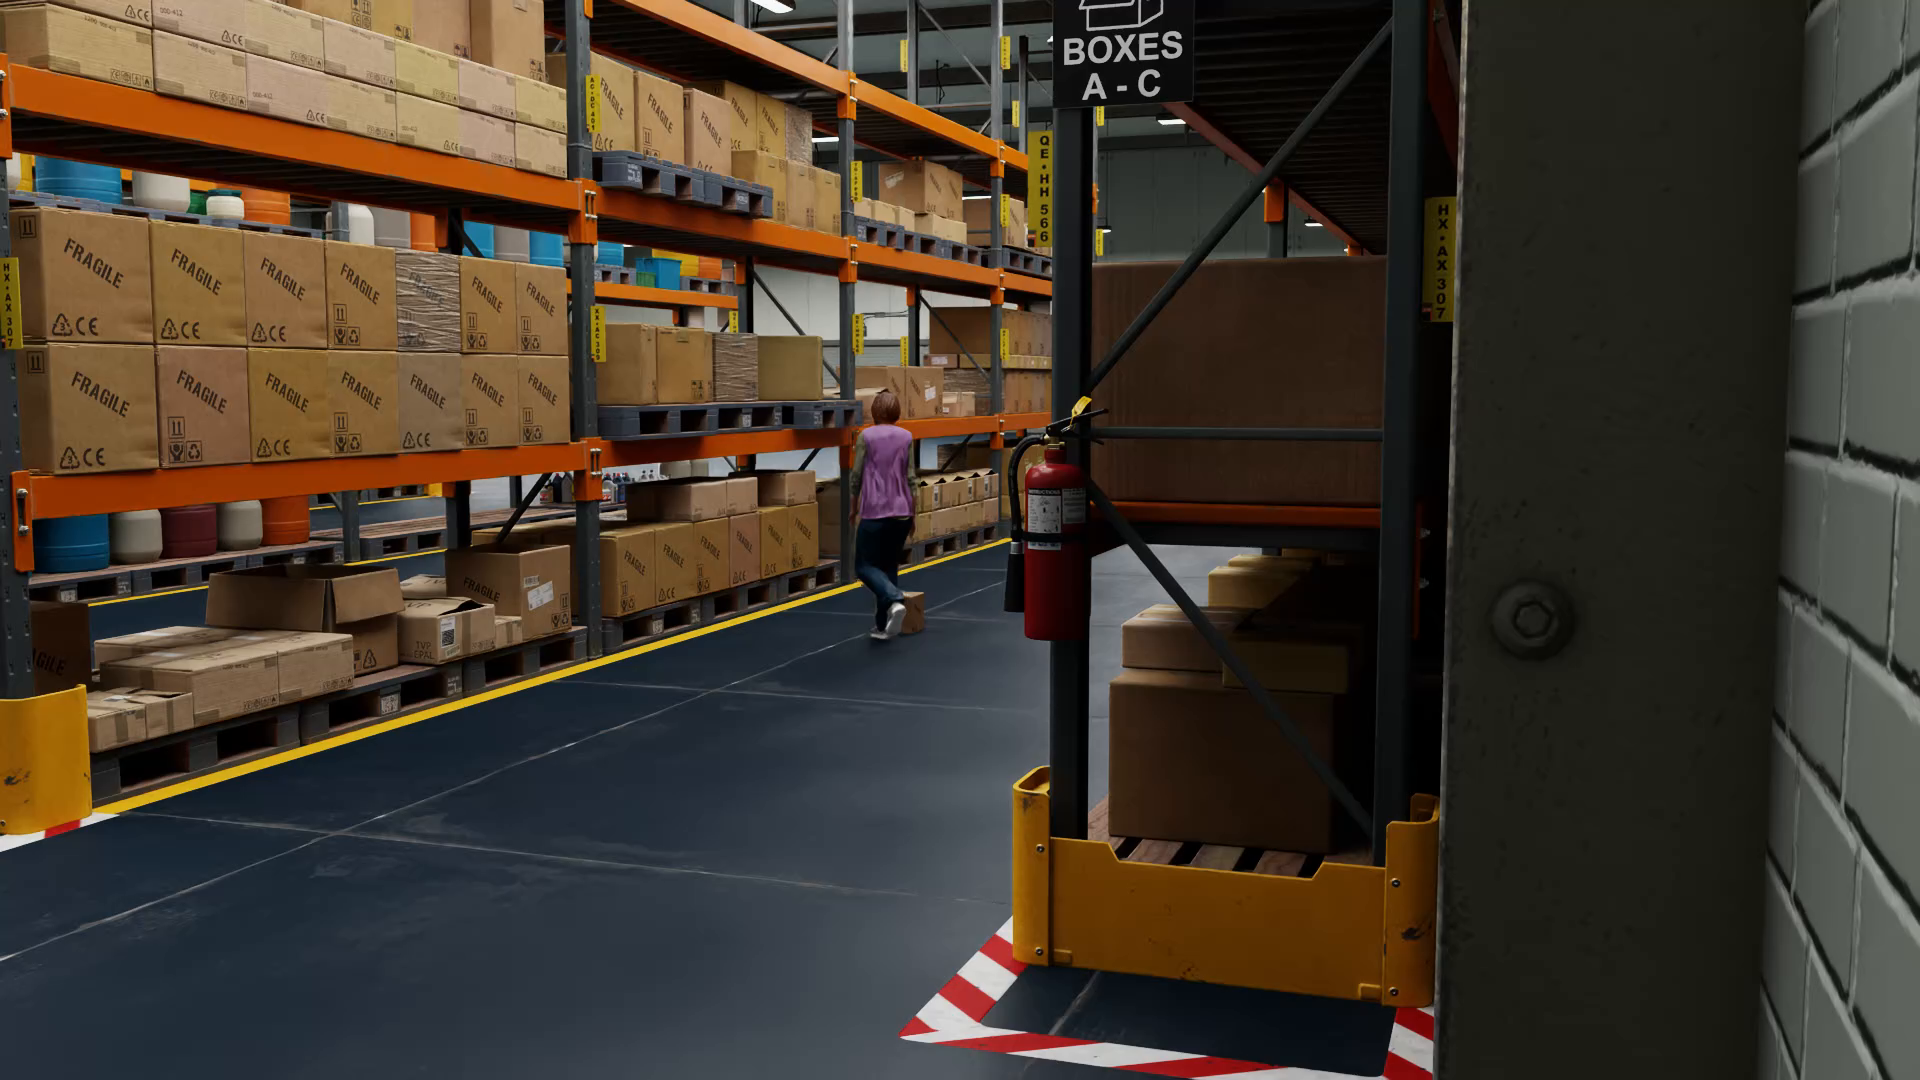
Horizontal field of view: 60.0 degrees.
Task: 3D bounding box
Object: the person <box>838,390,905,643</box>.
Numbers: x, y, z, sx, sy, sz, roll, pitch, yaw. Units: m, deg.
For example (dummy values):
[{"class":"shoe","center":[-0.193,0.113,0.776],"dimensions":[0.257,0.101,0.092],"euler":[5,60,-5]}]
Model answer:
[{"class":"person","center":[-0.546,-0.153,10.608],"dimensions":[0.432,1.597,0.535],"euler":[1,5,9]}]
